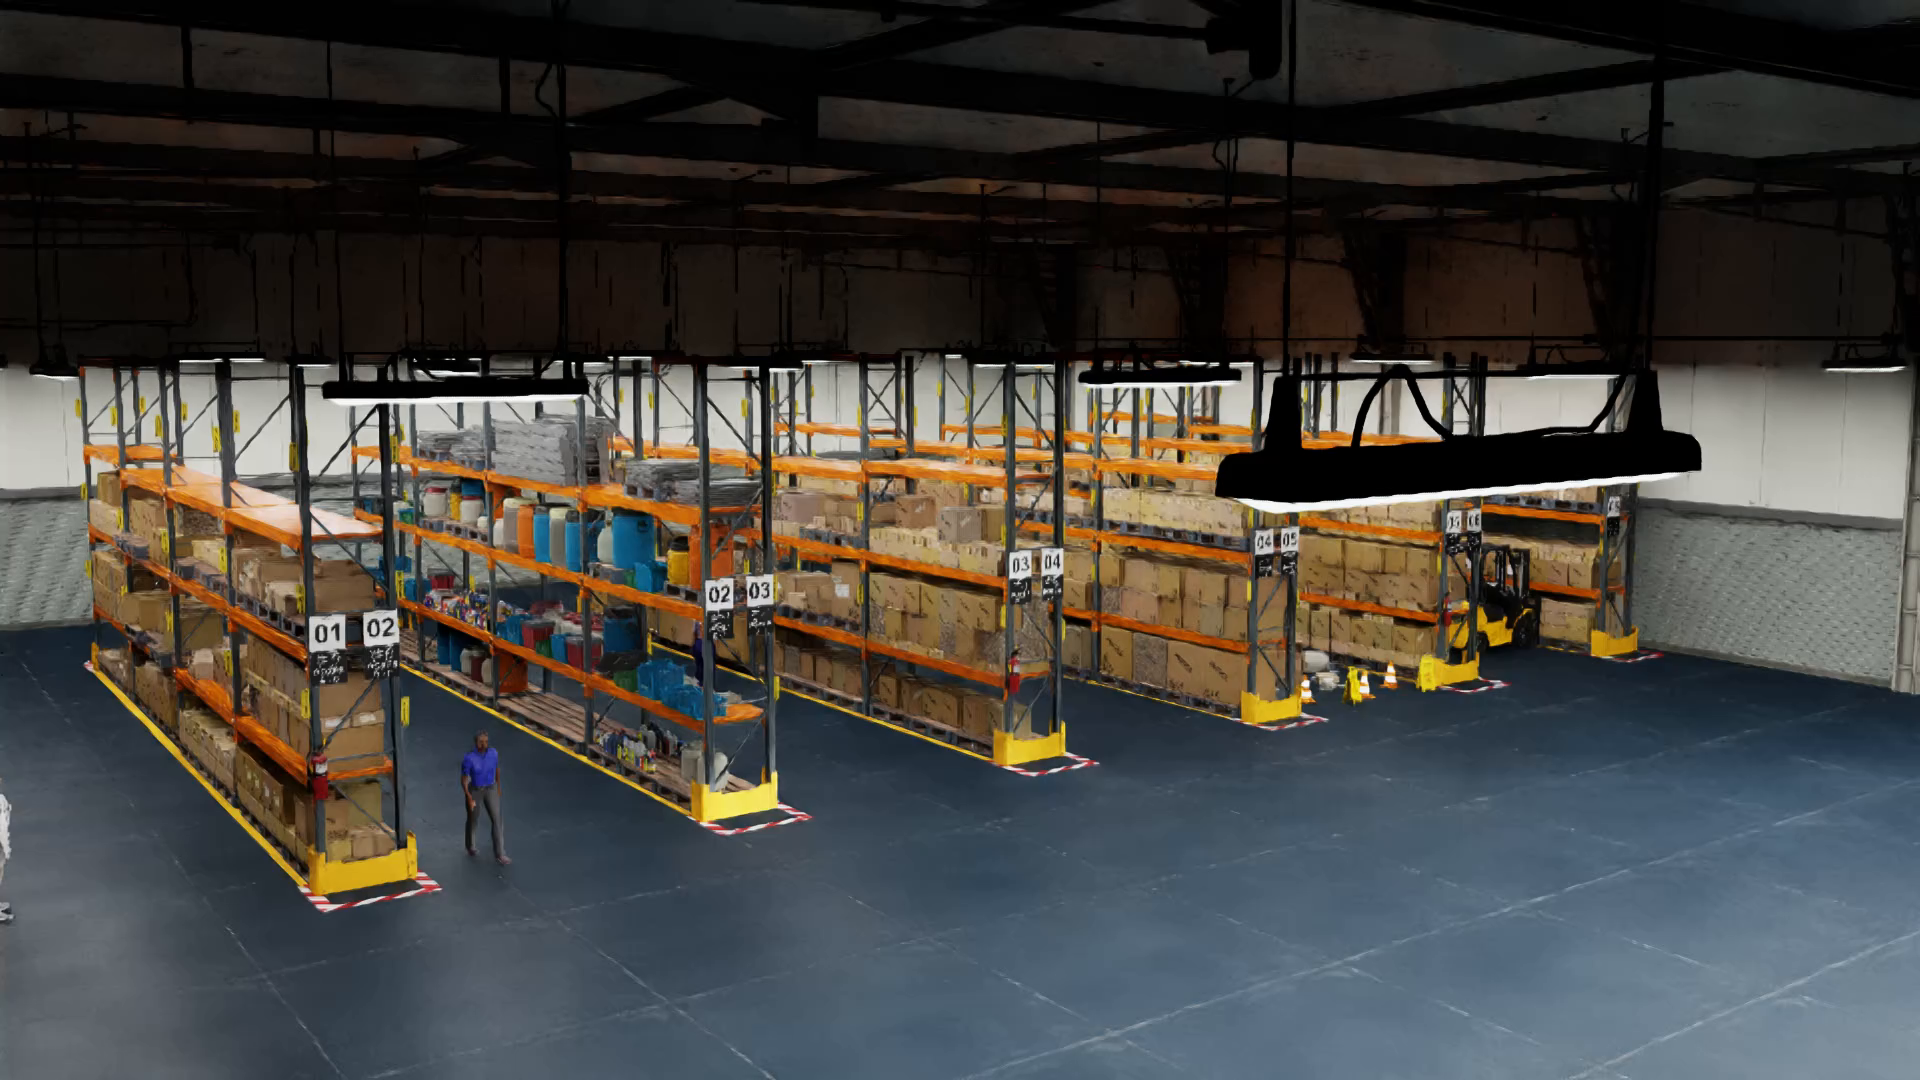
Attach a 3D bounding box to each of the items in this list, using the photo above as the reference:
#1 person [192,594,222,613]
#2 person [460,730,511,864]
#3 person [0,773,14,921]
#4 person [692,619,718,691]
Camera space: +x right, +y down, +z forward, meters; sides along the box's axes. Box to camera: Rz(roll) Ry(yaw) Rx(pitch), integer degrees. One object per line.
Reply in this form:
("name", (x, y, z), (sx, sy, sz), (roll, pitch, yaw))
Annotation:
("person", (-15.244, 1.419, 33.571), (0.666, 1.714, 0.538), (-5, 9, -38))
("person", (-5.799, 3.092, 20.243), (0.544, 1.590, 0.896), (-4, 8, -33))
("person", (-10.570, 3.285, 18.188), (0.586, 1.679, 0.365), (5, 9, 38))
("person", (-4.489, 1.935, 29.478), (0.533, 1.656, 0.429), (3, 8, 24))
